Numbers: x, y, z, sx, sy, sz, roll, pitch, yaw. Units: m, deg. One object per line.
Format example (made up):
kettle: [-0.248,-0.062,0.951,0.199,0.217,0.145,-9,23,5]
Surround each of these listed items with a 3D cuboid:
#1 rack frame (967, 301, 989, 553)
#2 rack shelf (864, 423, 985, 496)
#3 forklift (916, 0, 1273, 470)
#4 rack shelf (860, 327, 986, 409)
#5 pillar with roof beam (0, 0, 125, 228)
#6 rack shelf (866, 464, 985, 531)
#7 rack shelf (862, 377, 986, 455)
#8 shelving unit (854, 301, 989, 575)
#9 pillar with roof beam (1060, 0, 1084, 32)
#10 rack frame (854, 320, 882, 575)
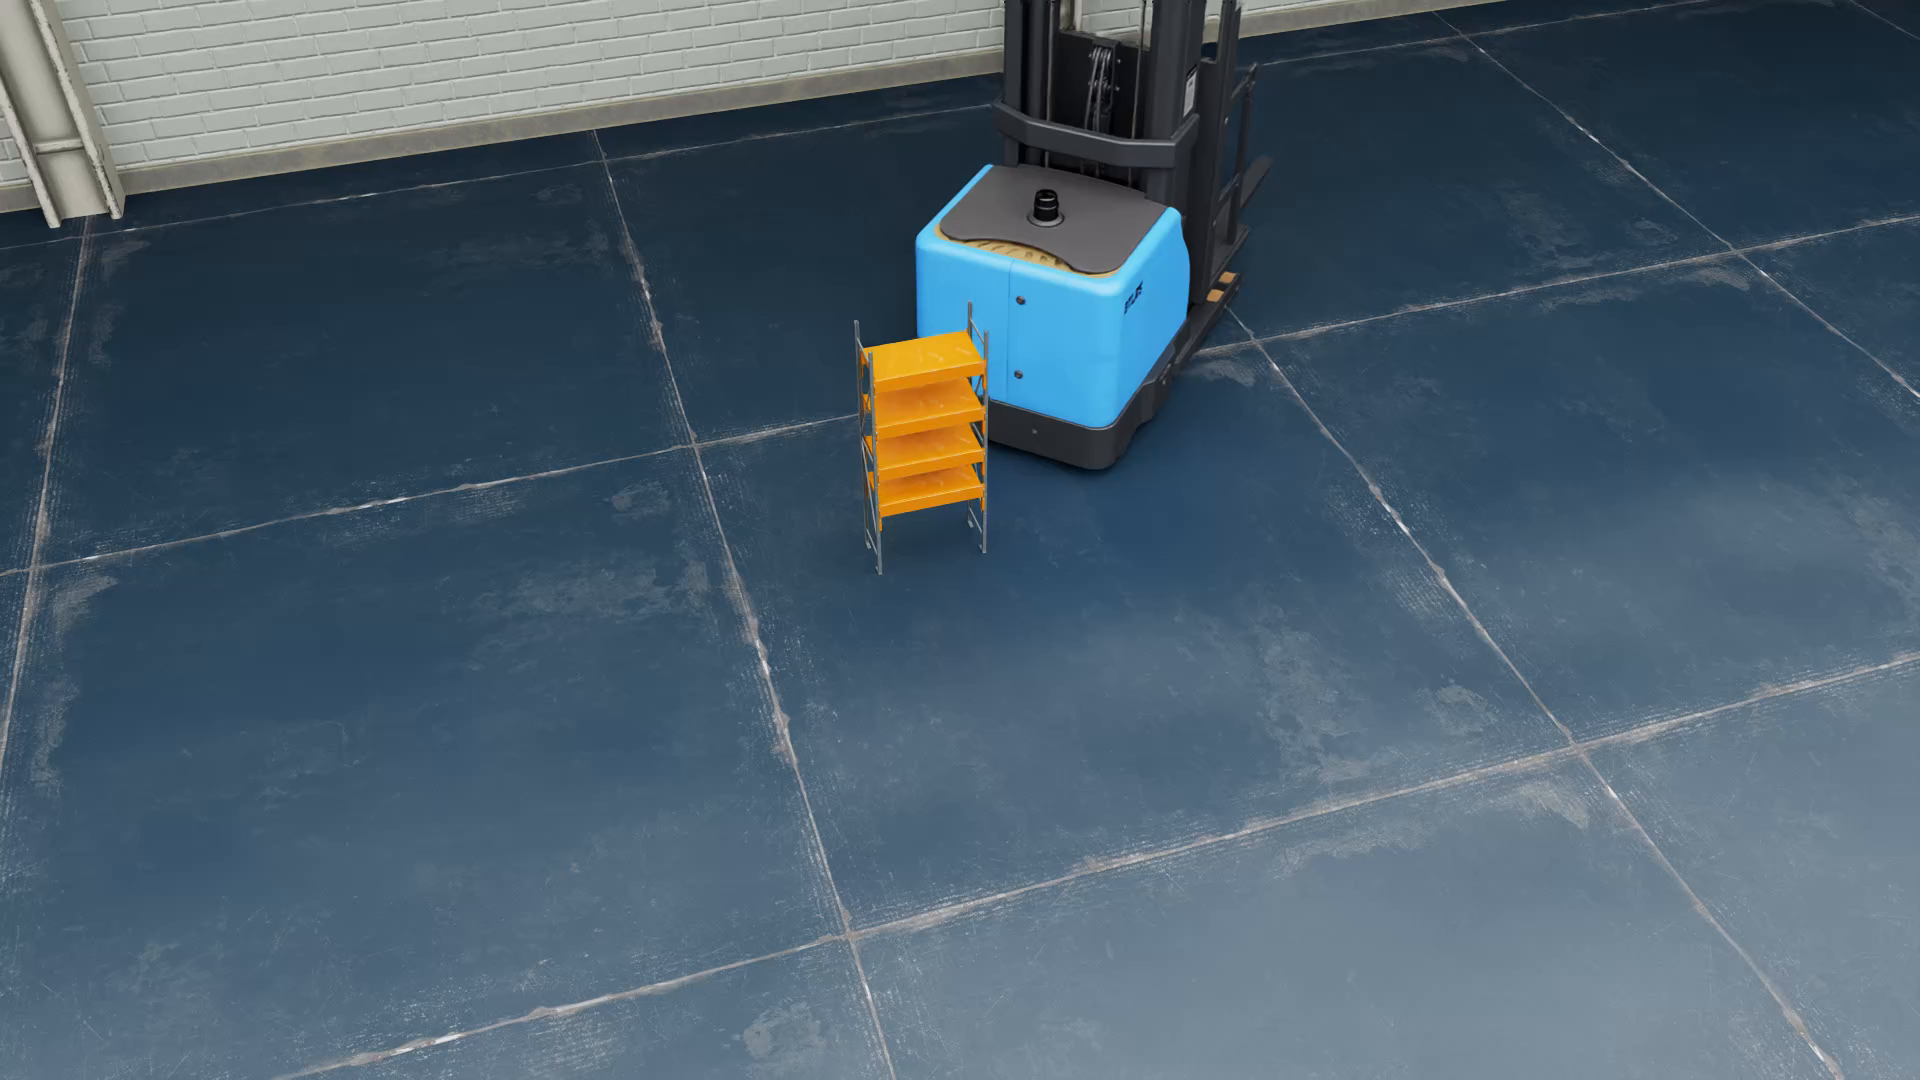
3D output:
rack frame: [0.075,-0.467,7.223,0.015,1.200,0.240,-12,42,-13]
rack shelf: [-0.158,-0.368,7.212,0.480,0.148,0.258,-12,42,-13]
forklift: [0.884,-2.404,8.123,1.130,2.935,3.031,18,44,19]
rack shelf: [-0.158,-0.715,6.909,0.480,0.148,0.258,-12,42,-13]
pillar with roof beam: [-3.863,-2.638,3.779,0.400,9.000,9.100,-12,42,-13]
rack shelf: [-0.158,-0.219,7.342,0.480,0.148,0.258,-12,42,-13]
rack shelf: [-0.158,-0.537,7.064,0.480,0.148,0.258,-12,42,-13]
shelving unit: [-0.158,-0.419,7.167,0.503,1.200,0.258,-12,42,-13]
pillar with roof beam: [1.860,-3.824,5.137,0.400,9.000,9.100,-12,42,-13]
rack frame: [-0.391,-0.371,7.112,0.015,1.200,0.240,-12,42,-13]
